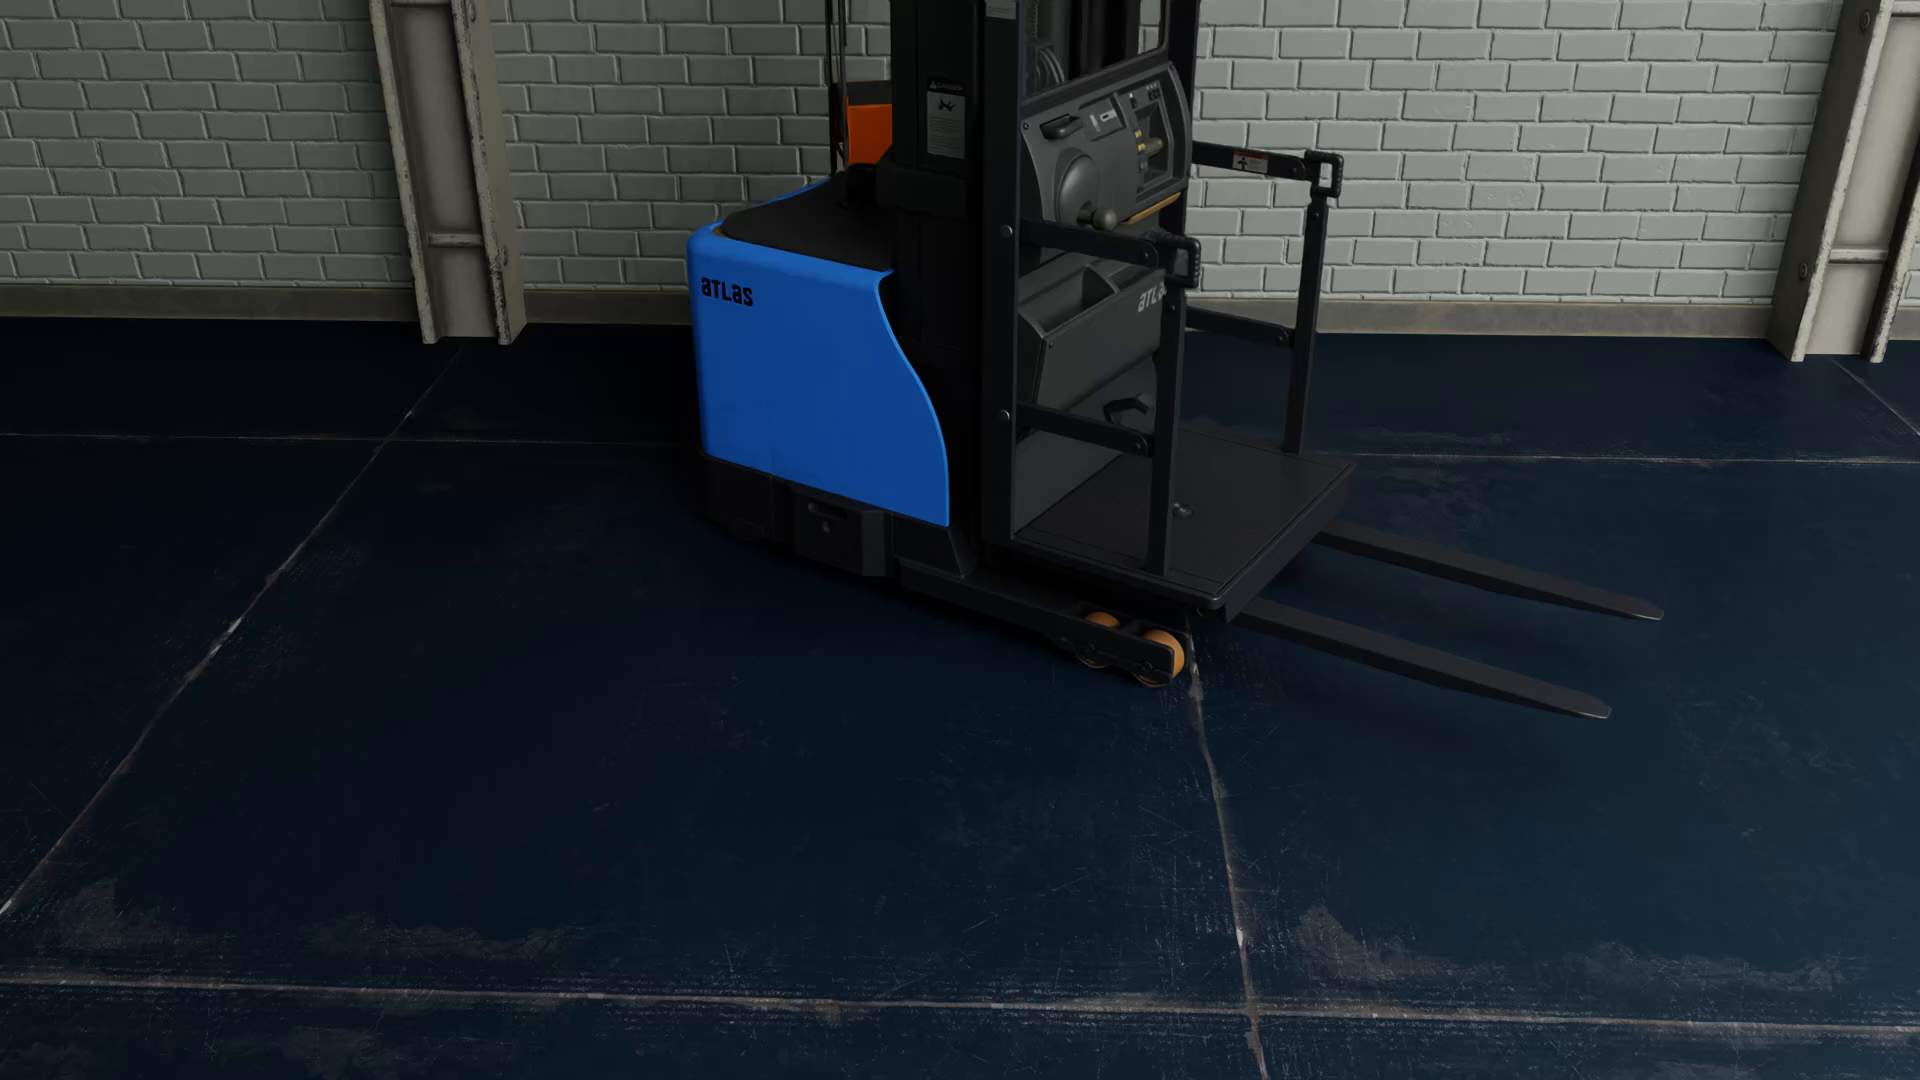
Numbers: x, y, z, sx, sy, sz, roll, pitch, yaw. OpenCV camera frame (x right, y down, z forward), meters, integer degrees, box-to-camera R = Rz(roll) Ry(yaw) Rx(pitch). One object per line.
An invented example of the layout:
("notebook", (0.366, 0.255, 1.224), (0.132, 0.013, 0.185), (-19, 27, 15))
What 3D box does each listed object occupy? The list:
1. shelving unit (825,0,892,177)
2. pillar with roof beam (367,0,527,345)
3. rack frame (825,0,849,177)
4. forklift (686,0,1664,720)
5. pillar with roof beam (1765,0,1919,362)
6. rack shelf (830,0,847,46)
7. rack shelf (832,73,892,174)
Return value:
("shelving unit", (-0.220, -1.498, 6.334), (0.503, 2.100, 0.431), (-6, 28, -11))
("pillar with roof beam", (-2.343, -2.905, 1.623), (0.400, 9.000, 9.100), (1, 28, 2))
("rack frame", (-0.458, -1.474, 6.289), (0.015, 2.100, 0.400), (-6, 28, -11))
("forklift", (0.616, -1.143, 4.778), (3.031, 2.935, 1.130), (17, 32, 29))
("pillar with roof beam", (3.654, -2.806, 1.435), (0.400, 9.000, 9.100), (1, 28, 2))
("rack shelf", (-0.220, -2.104, 6.012), (0.480, 0.518, 0.431), (-6, 28, -11))
("rack shelf", (-0.220, -1.486, 6.340), (0.480, 0.518, 0.431), (-6, 28, -11))
